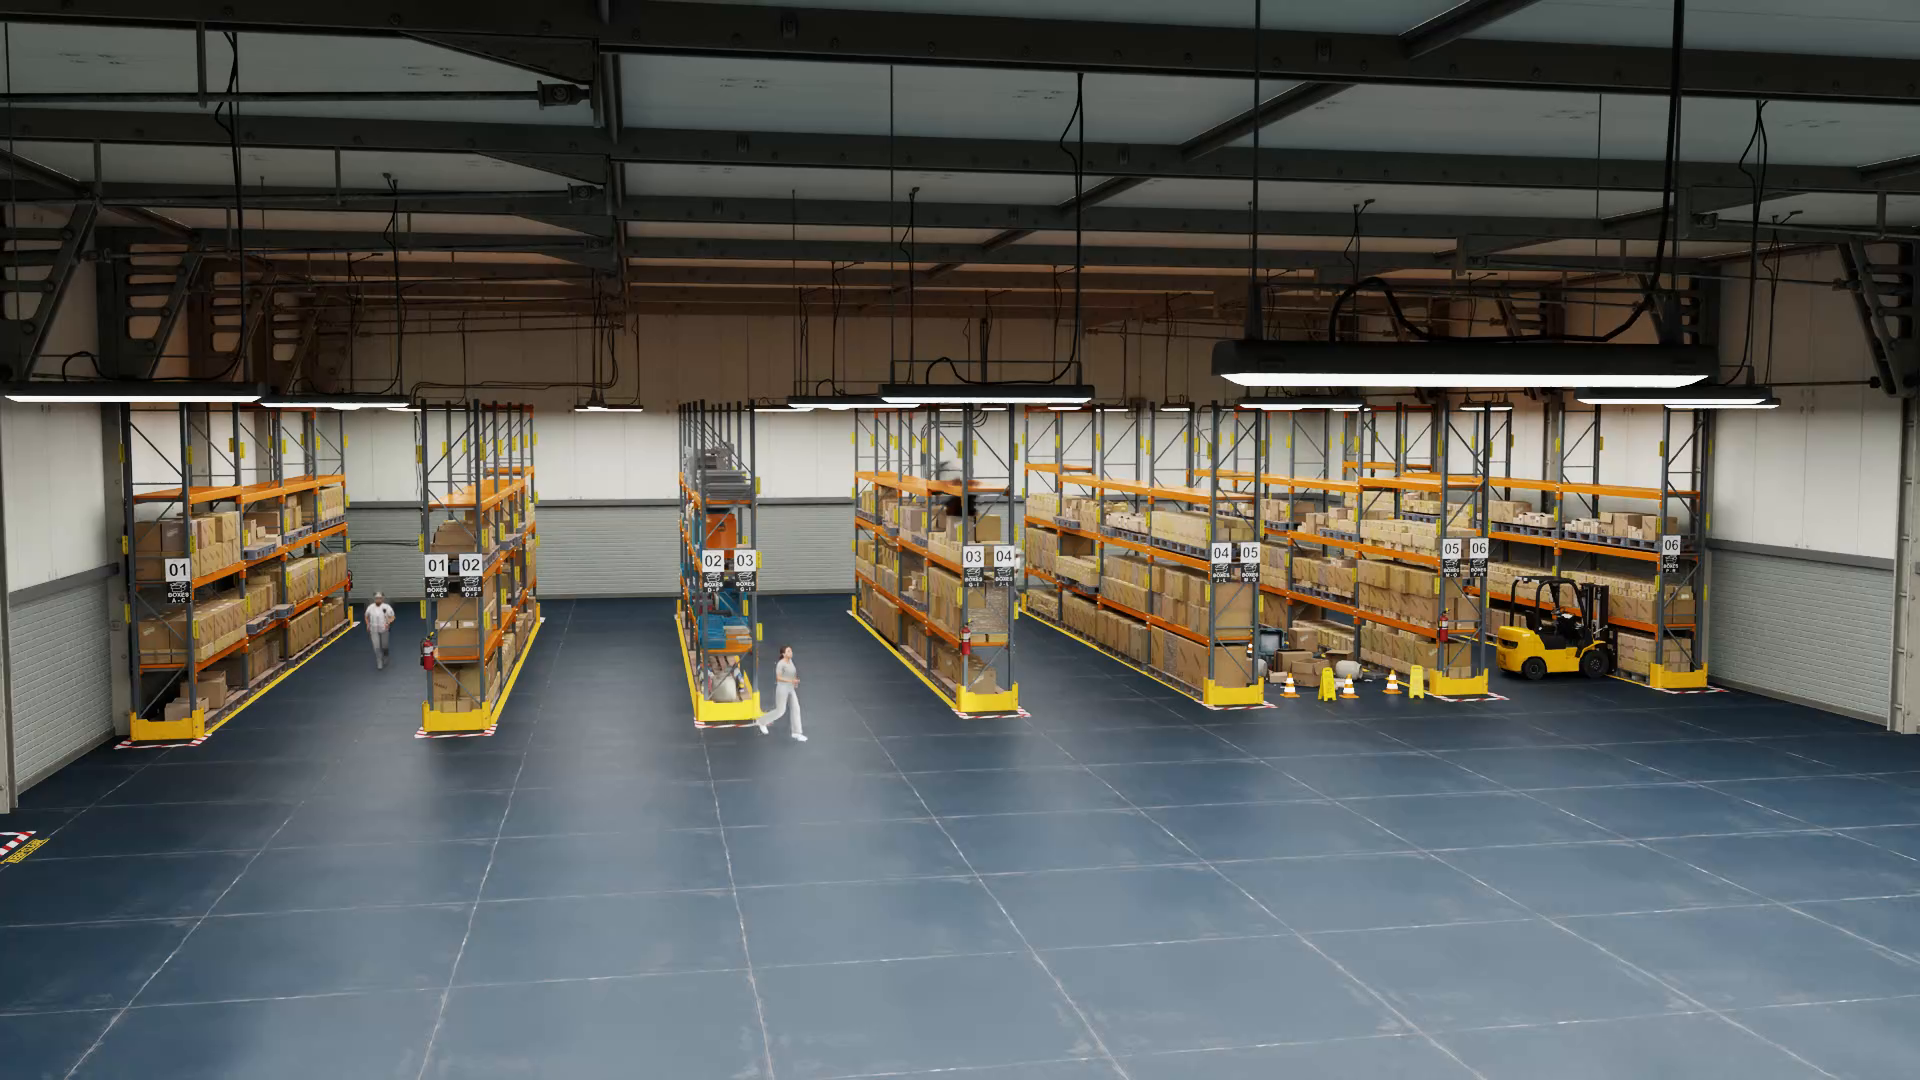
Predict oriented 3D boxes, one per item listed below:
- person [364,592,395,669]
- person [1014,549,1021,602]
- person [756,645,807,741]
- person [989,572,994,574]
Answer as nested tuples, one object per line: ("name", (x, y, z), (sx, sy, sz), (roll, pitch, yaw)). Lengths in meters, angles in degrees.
("person", (-13.090, 2.023, 37.495), (0.656, 1.740, 0.664), (-1, 4, -14))
("person", (1.506, 1.100, 49.870), (0.825, 1.706, 0.793), (0, 4, -4))
("person", (-3.119, 2.681, 29.336), (0.950, 1.674, 0.577), (2, 5, 25))
("person", (0.766, 1.184, 49.029), (0.525, 1.706, 0.724), (-4, 6, -40))
